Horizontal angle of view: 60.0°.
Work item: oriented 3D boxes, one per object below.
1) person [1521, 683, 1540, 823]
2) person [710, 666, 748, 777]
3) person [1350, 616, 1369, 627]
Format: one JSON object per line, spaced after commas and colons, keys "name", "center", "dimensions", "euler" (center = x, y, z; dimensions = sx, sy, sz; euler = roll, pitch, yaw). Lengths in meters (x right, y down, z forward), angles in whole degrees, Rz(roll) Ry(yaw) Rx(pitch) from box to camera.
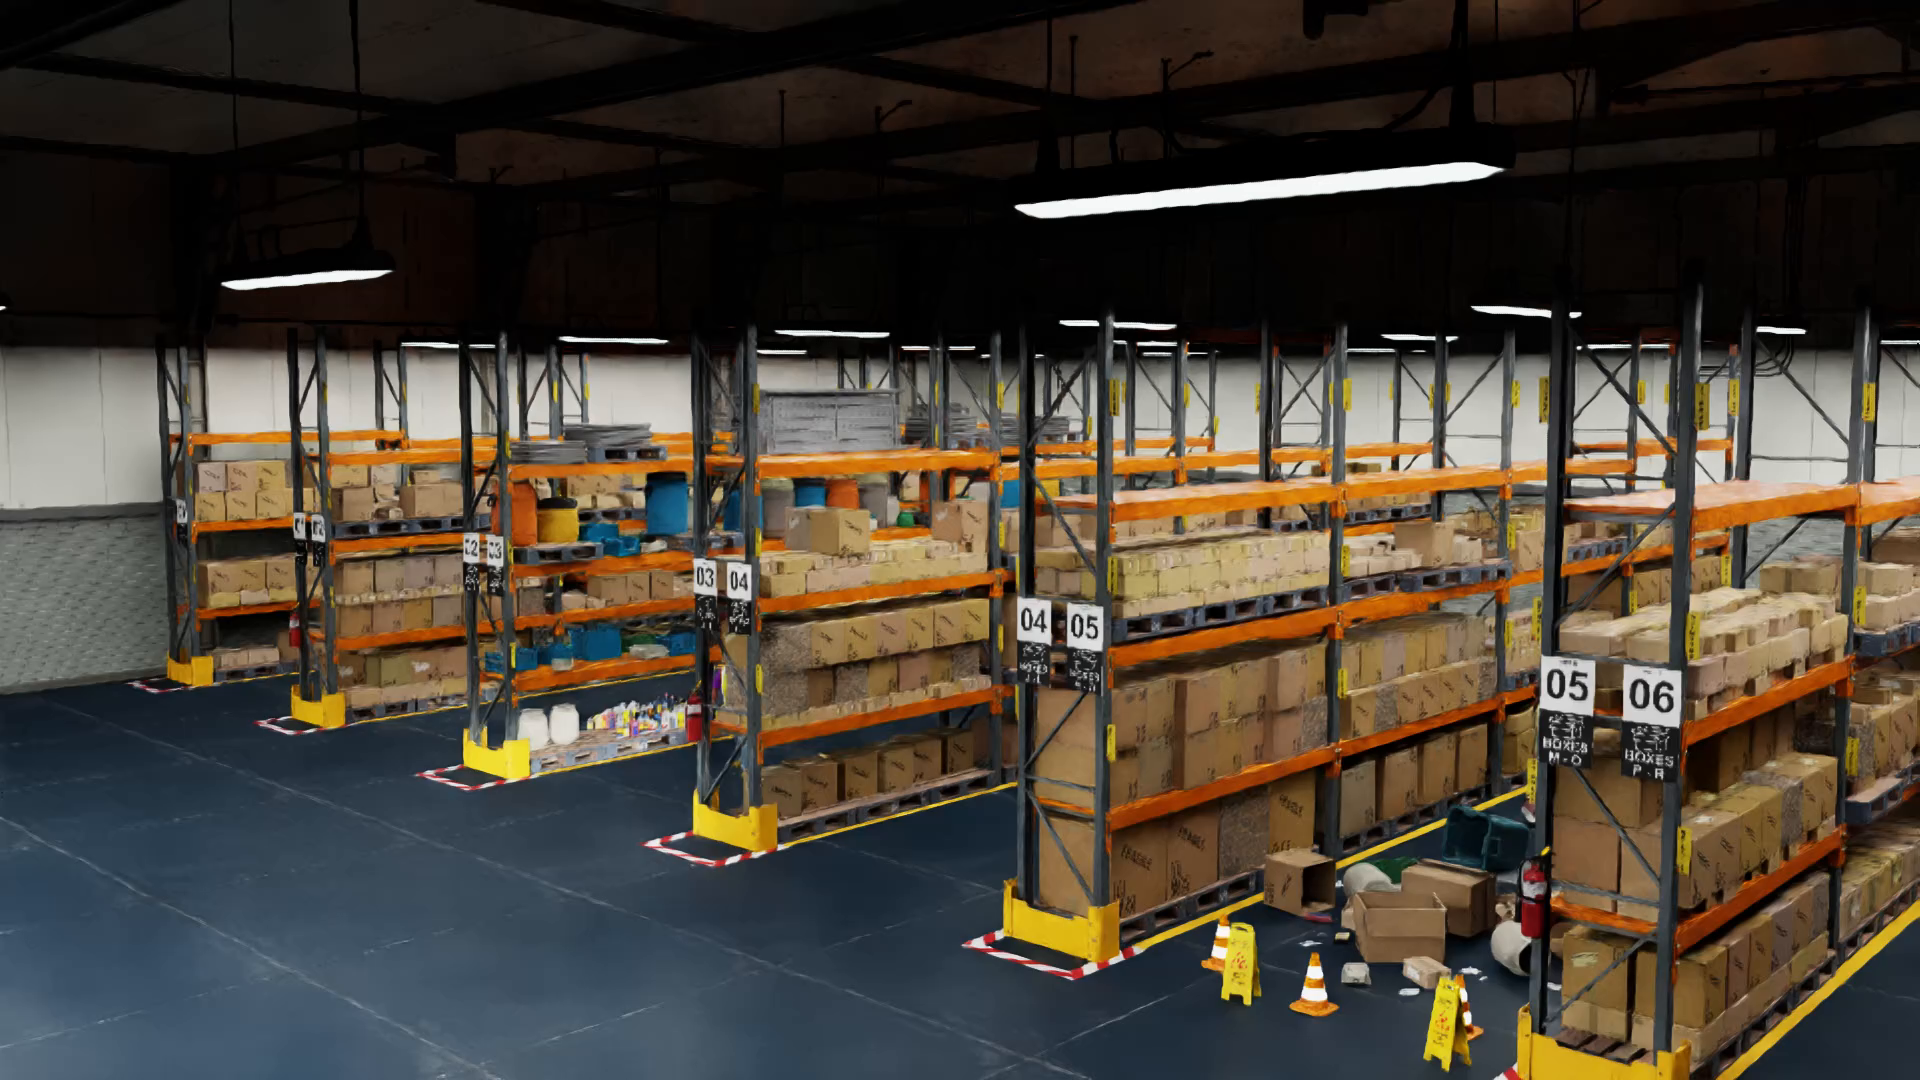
{"name": "person", "center": [6.802, 2.507, 19.454], "dimensions": [0.432, 1.670, 0.503], "euler": [1, 6, 13]}
{"name": "person", "center": [-2.924, 2.244, 22.048], "dimensions": [0.708, 1.703, 0.843], "euler": [3, 6, 26]}
{"name": "person", "center": [6.156, 1.916, 25.692], "dimensions": [0.449, 1.671, 0.533], "euler": [1, 5, 12]}
